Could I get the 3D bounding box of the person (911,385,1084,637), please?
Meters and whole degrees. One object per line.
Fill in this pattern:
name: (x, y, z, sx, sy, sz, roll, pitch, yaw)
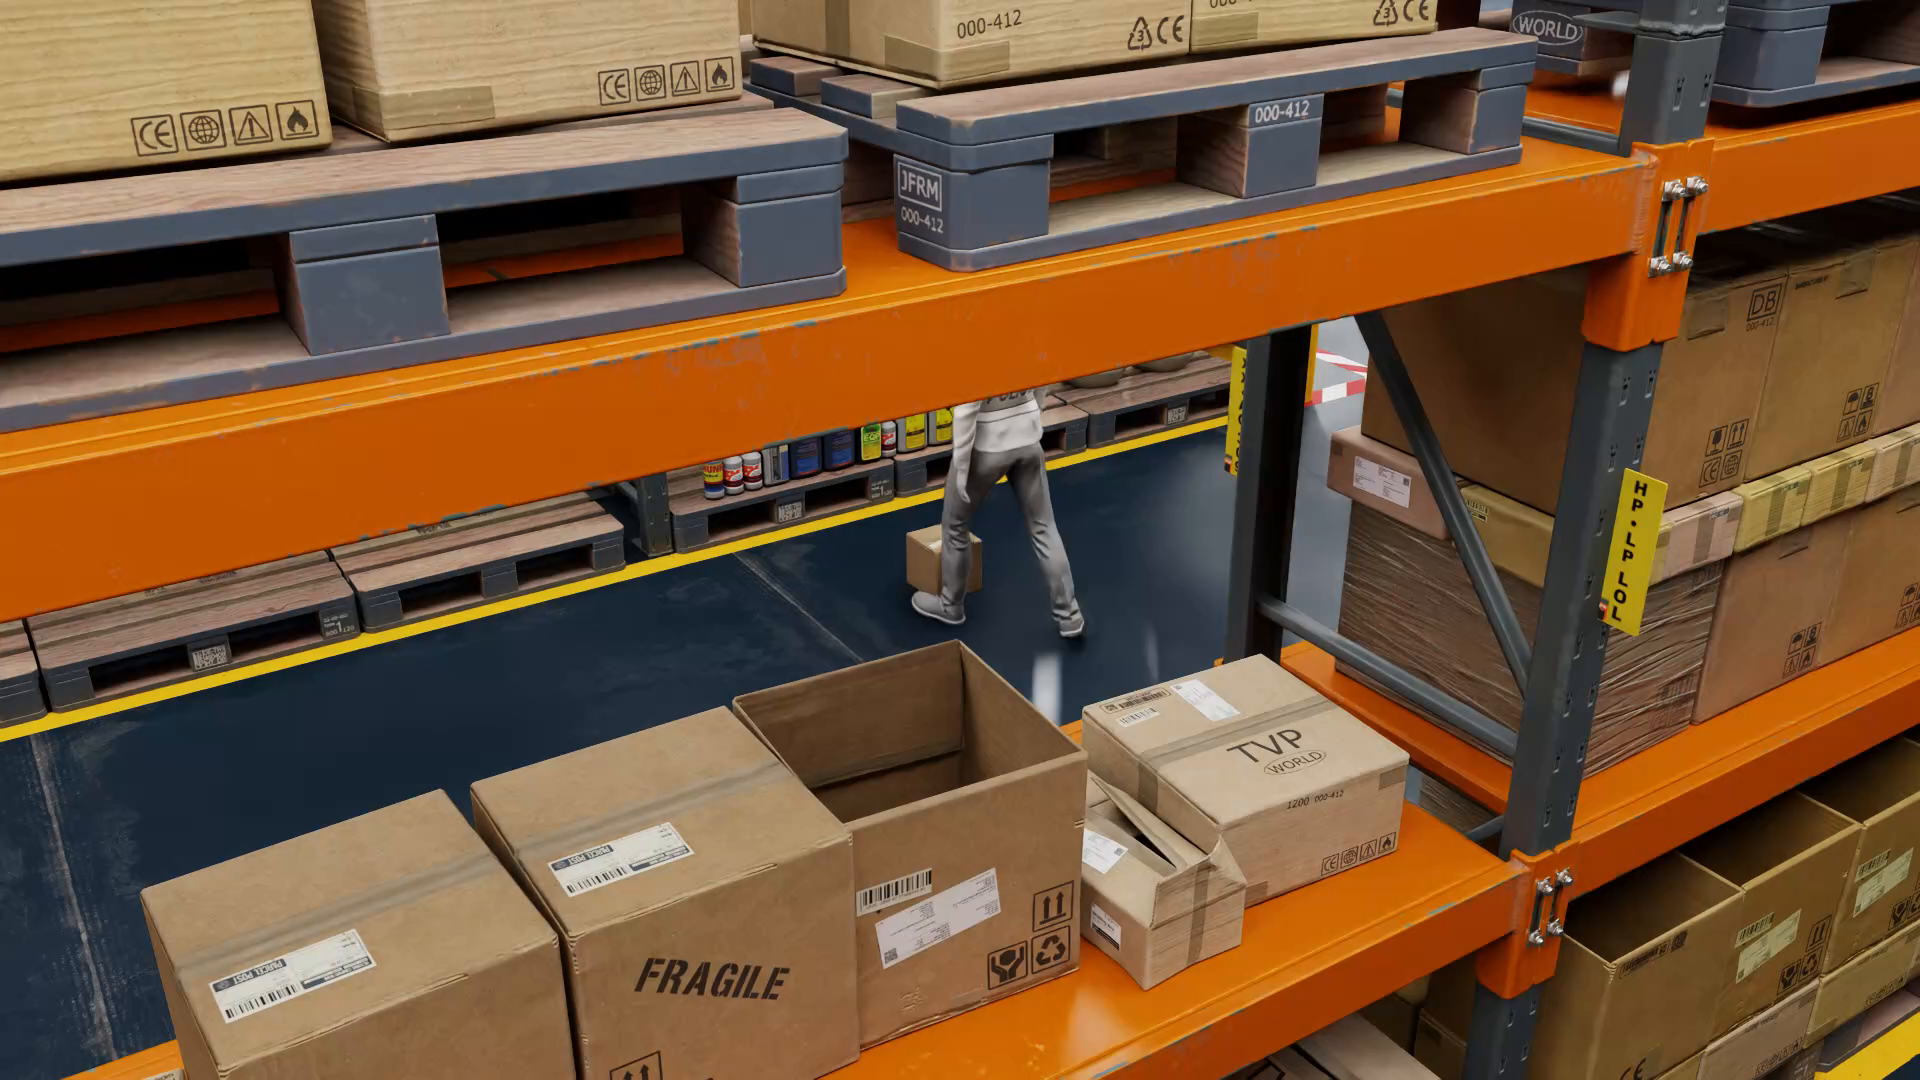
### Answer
person: (0.186, -0.378, 6.924, 0.580, 1.639, 0.718, -16, 30, -31)
